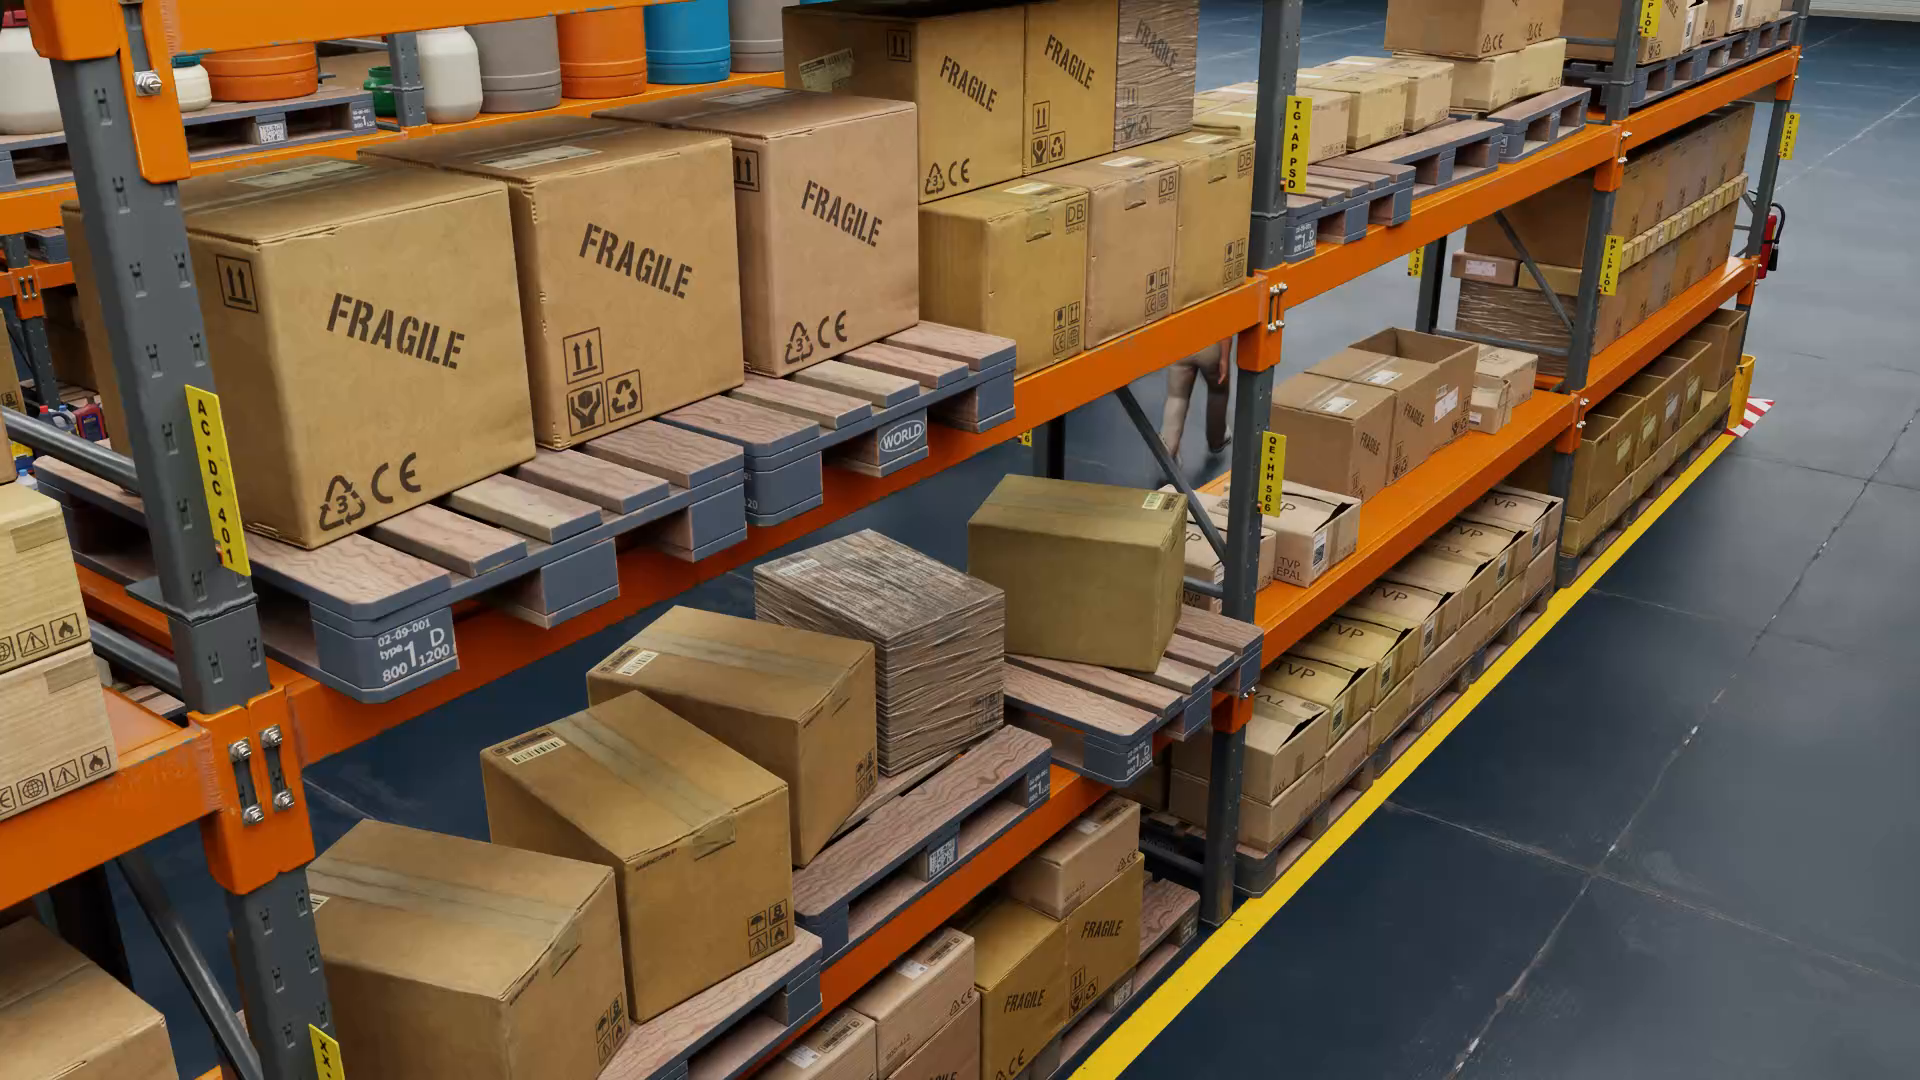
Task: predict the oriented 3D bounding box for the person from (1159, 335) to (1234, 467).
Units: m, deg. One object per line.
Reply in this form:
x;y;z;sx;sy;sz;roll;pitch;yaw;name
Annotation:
1.687;-1.357;11.755;0.542;1.679;1.013;8;25;19;person
